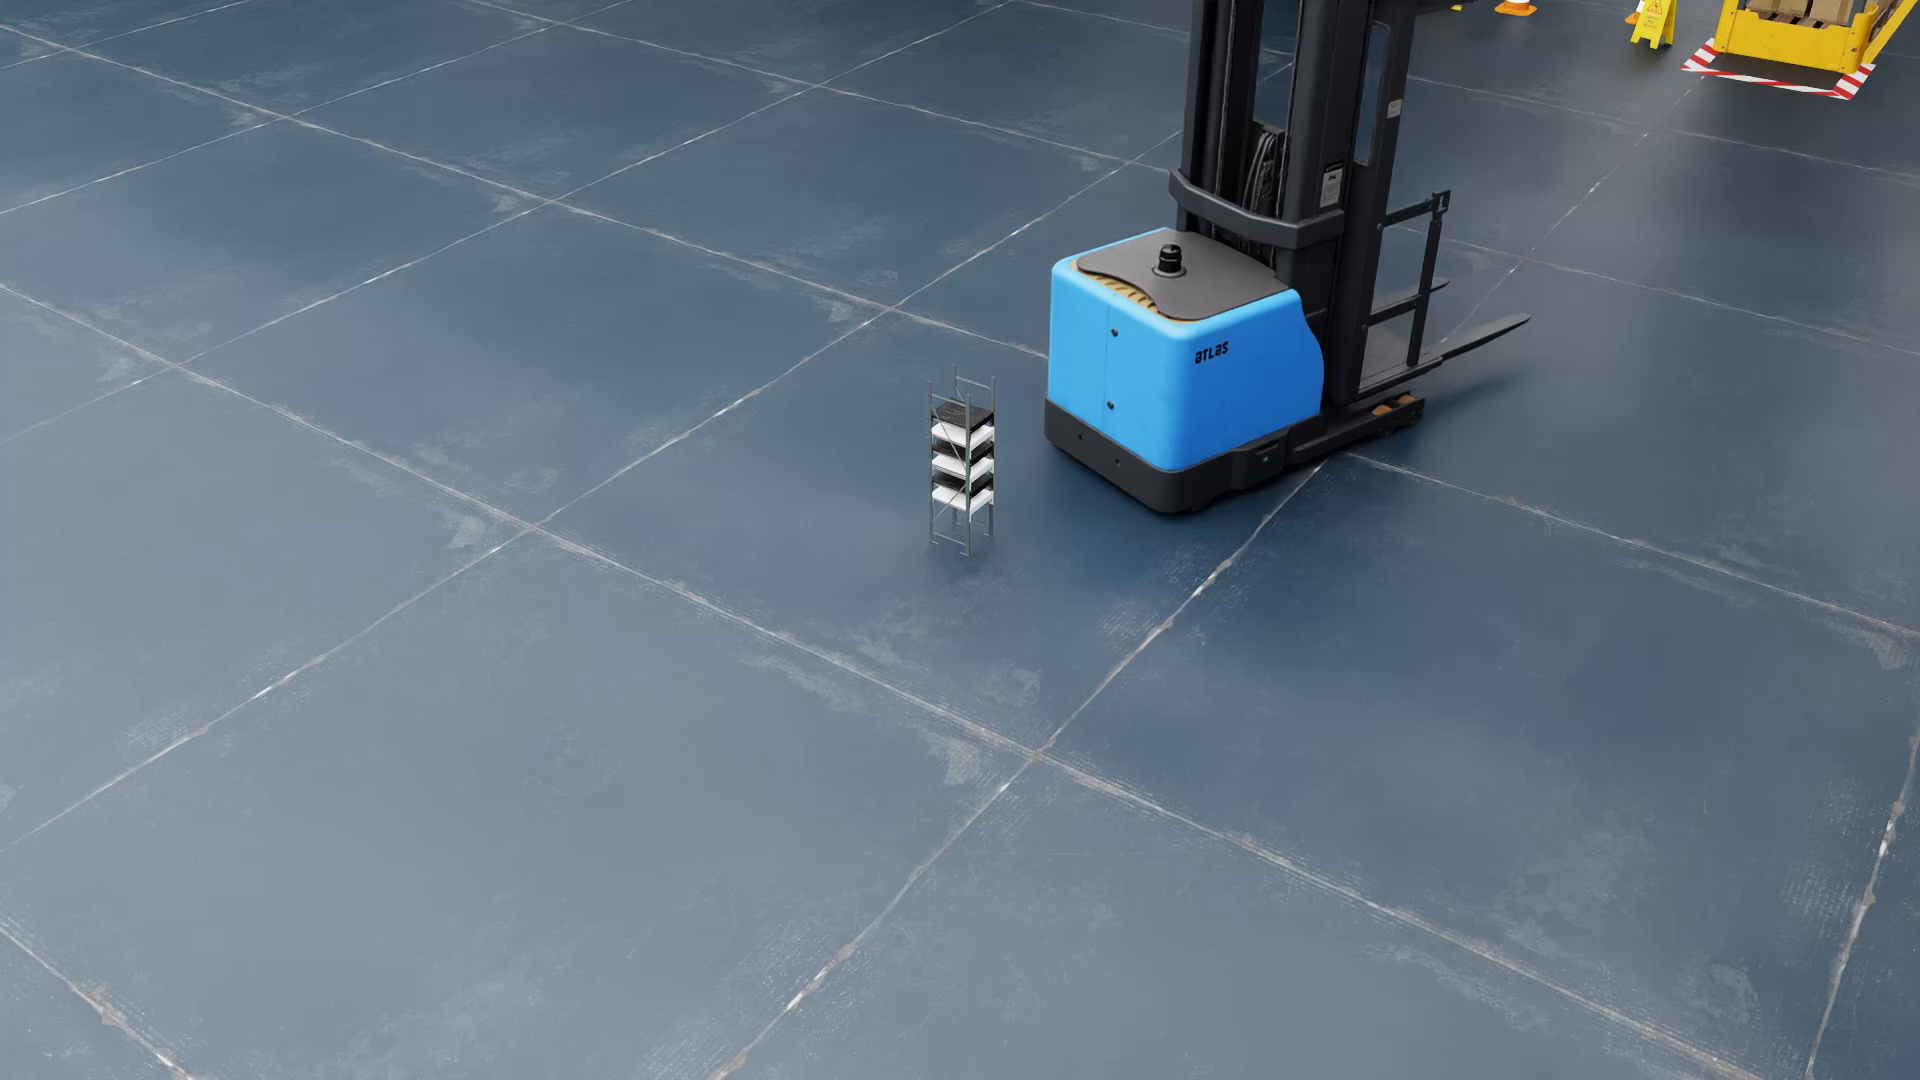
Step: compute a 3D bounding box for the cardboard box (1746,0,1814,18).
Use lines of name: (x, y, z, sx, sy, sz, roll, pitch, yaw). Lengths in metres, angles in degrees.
cardboard box: (7.389, -4.912, 14.916, 0.500, 0.250, 0.500, 21, 39, 28)

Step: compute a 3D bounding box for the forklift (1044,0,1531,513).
forklift: (1.944, -2.000, 8.591, 3.031, 2.935, 1.130, -22, 40, -29)

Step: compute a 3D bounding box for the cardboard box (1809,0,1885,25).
cardboard box: (7.823, -4.726, 14.641, 0.500, 0.250, 0.500, 21, 39, 28)

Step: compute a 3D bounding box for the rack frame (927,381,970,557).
rack frame: (-0.053, -0.330, 7.934, 0.240, 0.900, 0.006, 21, 39, 28)

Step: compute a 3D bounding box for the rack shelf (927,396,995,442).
rack shelf: (0.005, -0.573, 7.871, 0.258, 0.077, 0.200, 21, 39, 28)

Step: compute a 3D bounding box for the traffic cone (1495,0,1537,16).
traffic cone: (5.215, -5.166, 15.476, 0.336, 0.463, 0.334, 21, 39, 28)

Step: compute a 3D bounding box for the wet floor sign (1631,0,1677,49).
wet floor sign: (6.148, -4.688, 14.606, 0.232, 0.644, 0.267, -22, 40, -29)

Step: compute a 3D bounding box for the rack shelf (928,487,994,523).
rack shelf: (0.005, -0.200, 8.123, 0.258, 0.077, 0.200, 21, 39, 28)

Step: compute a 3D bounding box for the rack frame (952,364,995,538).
rack frame: (0.063, -0.423, 8.073, 0.240, 0.900, 0.006, 21, 39, 28)

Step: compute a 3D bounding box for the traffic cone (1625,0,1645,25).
traffic cone: (6.321, -4.968, 15.183, 0.336, 0.463, 0.334, 21, 39, 28)

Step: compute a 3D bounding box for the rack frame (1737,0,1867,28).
rack frame: (7.136, -5.408, 13.570, 1.000, 3.000, 0.127, 21, 39, 28)

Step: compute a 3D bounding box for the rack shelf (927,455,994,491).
rack shelf: (0.005, -0.349, 8.022, 0.258, 0.077, 0.200, 21, 39, 28)

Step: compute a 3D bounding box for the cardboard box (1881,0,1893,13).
cardboard box: (8.120, -4.959, 14.985, 0.500, 0.250, 0.500, 23, 40, 30)

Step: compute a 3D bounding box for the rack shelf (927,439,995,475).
rack shelf: (0.005, -0.423, 7.972, 0.258, 0.077, 0.200, 21, 39, 28)

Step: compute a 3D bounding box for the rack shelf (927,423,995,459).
rack shelf: (0.005, -0.498, 7.921, 0.258, 0.077, 0.200, 21, 39, 28)

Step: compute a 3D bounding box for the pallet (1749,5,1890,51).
pallet: (7.671, -4.651, 14.939, 1.003, 0.211, 1.213, 21, 39, 28)

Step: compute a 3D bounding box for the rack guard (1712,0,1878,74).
rack guard: (7.179, -4.408, 14.322, 1.175, 0.500, 0.348, 21, 39, 28)

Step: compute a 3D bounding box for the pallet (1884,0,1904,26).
pallet: (8.367, -5.210, 15.766, 1.003, 0.211, 1.213, 21, 39, 28)

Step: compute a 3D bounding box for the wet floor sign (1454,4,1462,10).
wet floor sign: (4.622, -5.322, 15.544, 0.267, 0.644, 0.232, 14, 37, 20)

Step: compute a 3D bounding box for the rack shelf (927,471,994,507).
rack shelf: (0.005, -0.274, 8.073, 0.258, 0.077, 0.200, 21, 39, 28)

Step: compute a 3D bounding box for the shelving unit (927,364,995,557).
shelving unit: (0.005, -0.376, 8.003, 0.258, 0.900, 0.210, 21, 39, 28)
